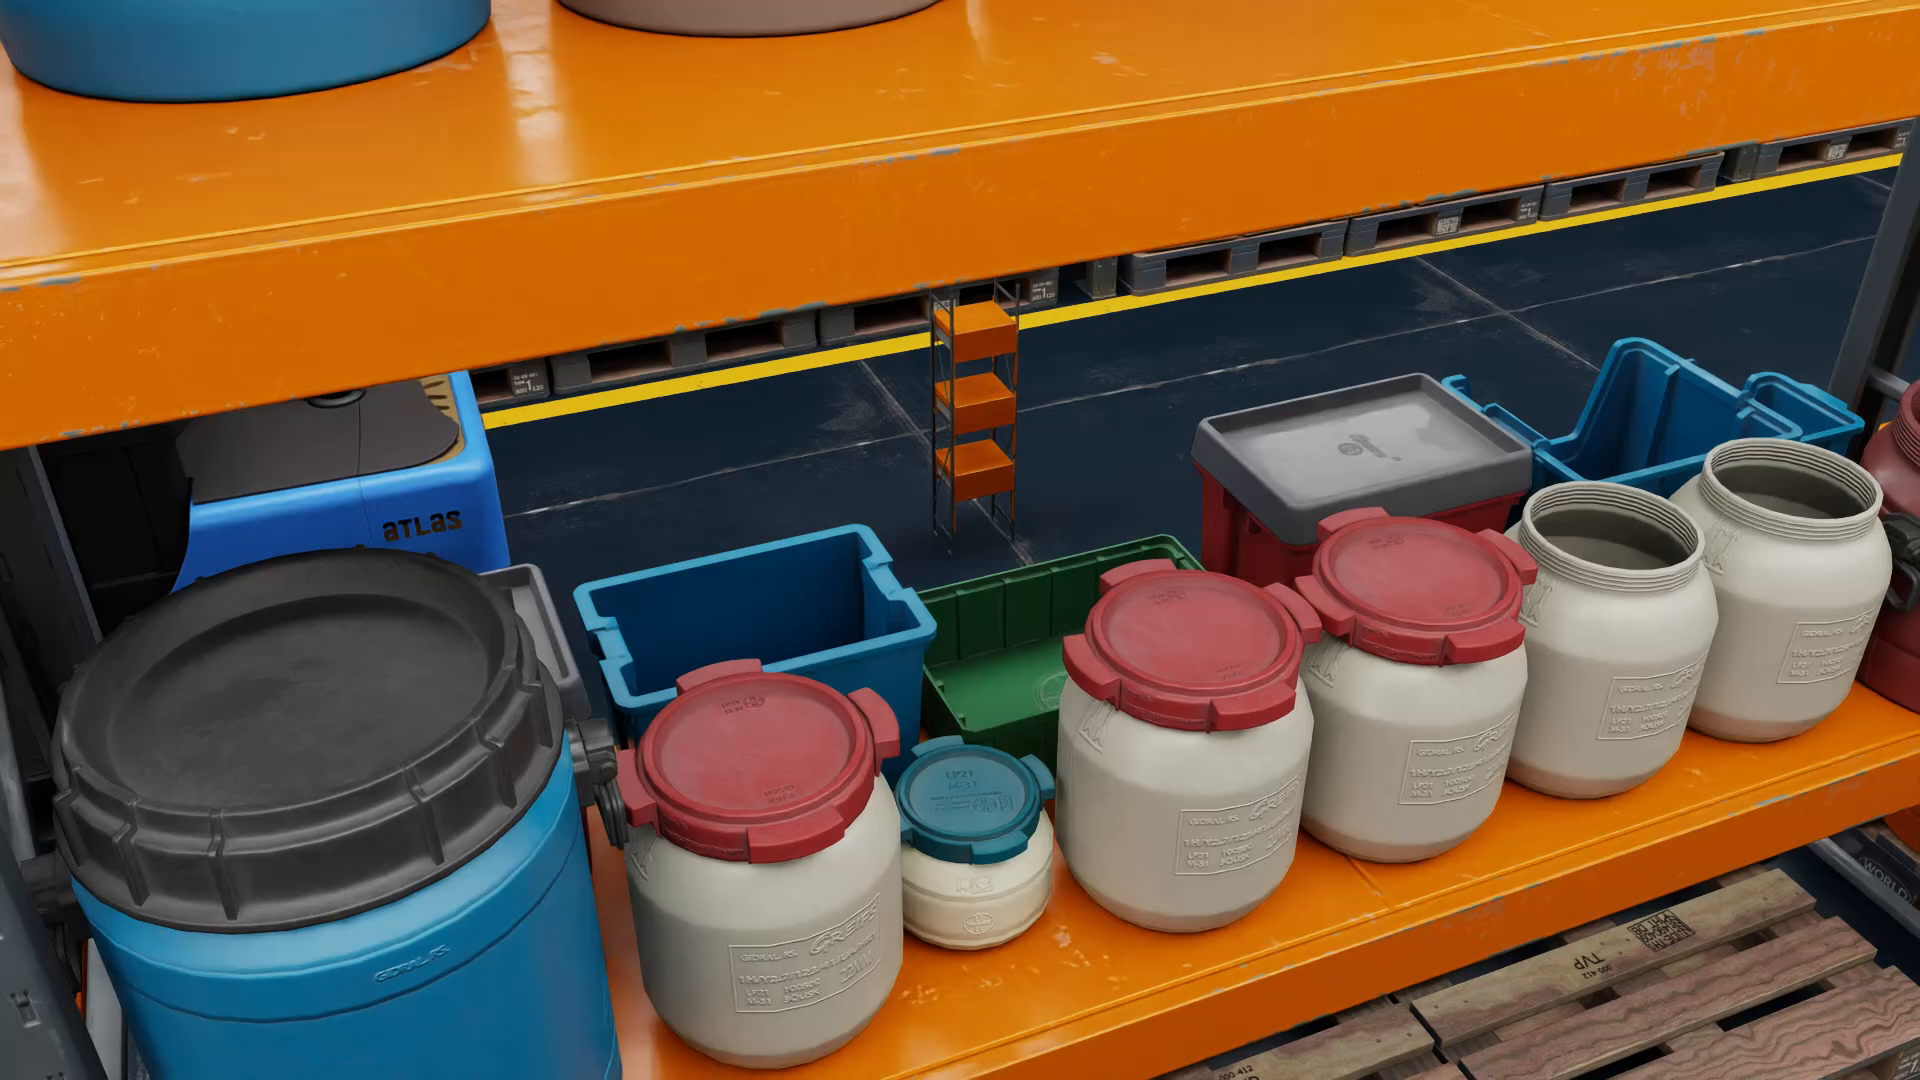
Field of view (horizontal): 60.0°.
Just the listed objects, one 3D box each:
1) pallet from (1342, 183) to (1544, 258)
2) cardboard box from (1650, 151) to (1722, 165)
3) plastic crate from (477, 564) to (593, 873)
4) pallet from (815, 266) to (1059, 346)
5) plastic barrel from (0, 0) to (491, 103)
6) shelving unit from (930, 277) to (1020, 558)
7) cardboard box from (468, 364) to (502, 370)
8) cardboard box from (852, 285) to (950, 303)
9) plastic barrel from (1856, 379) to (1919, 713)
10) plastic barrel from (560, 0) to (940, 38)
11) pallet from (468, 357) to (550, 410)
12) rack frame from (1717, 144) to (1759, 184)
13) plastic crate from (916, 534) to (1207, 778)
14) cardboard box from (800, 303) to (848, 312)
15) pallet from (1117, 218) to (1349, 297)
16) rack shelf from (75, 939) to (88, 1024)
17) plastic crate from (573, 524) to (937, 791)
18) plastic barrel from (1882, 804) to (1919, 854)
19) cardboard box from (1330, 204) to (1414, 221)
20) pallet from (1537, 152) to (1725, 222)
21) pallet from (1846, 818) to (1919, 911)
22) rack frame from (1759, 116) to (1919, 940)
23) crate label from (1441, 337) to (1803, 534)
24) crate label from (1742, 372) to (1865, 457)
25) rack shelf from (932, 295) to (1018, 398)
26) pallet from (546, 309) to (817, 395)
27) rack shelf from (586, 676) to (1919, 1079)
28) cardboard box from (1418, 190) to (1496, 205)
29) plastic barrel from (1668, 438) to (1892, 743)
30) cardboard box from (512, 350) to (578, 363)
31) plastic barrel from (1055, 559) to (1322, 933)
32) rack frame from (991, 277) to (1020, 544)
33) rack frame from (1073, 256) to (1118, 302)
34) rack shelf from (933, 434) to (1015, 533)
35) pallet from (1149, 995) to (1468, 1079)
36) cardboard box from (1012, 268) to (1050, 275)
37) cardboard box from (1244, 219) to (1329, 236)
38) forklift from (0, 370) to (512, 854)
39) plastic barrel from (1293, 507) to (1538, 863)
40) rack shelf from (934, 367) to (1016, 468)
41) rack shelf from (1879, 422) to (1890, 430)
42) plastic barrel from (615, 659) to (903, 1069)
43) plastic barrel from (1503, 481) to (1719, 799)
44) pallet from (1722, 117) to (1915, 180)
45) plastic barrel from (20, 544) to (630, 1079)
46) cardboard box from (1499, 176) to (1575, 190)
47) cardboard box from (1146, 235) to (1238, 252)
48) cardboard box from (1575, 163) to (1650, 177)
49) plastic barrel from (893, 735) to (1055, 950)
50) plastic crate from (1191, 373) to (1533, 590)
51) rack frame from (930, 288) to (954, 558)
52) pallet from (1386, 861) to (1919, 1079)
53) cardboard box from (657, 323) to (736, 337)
[{"bbox_3d":[2.332,-1.896,8.970,1.213,0.211,1.003,-13,35,-19],"label":"pallet"},{"bbox_3d":[3.850,-2.403,9.082,0.500,0.500,0.500,-13,35,-19],"label":"cardboard box"},{"bbox_3d":[-0.940,0.383,2.852,0.583,0.464,0.402,-13,35,-19],"label":"plastic crate"},{"bbox_3d":[-0.268,-1.347,8.127,1.213,0.211,1.003,-13,35,-19],"label":"pallet"},{"bbox_3d":[-0.883,-1.018,1.854,0.708,0.901,0.600,-13,35,-19],"label":"plastic barrel"},{"bbox_3d":[0.049,-0.451,5.981,0.252,1.050,0.215,-13,35,-19],"label":"shelving unit"},{"bbox_3d":[-2.242,-0.917,7.045,0.500,0.250,0.500,-12,35,-18],"label":"cardboard box"},{"bbox_3d":[-0.358,-1.349,7.710,0.500,0.250,0.500,-13,35,-19],"label":"cardboard box"},{"bbox_3d":[2.110,0.015,3.352,0.708,0.536,0.600,-13,35,-19],"label":"plastic barrel"},{"bbox_3d":[-0.280,-1.156,2.066,0.600,0.901,0.600,0,33,0],"label":"plastic barrel"},{"bbox_3d":[-2.518,-0.832,7.335,1.213,0.211,1.003,-13,35,-19],"label":"pallet"},{"bbox_3d":[4.194,-3.515,8.902,0.127,3.000,1.000,-13,35,-19],"label":"rack frame"},{"bbox_3d":[0.229,0.245,3.317,0.662,0.188,0.450,-13,35,-19],"label":"plastic crate"},{"bbox_3d":[-0.823,-1.245,7.549,0.500,0.250,0.500,-12,35,-18],"label":"cardboard box"},{"bbox_3d":[1.209,-1.640,8.577,1.213,0.211,1.003,-13,35,-19],"label":"pallet"},{"bbox_3d":[-3.112,1.390,2.024,4.000,0.370,1.077,-13,35,-19],"label":"rack shelf"},{"bbox_3d":[-0.371,0.283,3.079,0.575,0.384,0.392,-13,35,-19],"label":"plastic crate"},{"bbox_3d":[2.865,0.443,4.423,0.708,0.830,0.600,-13,35,-19],"label":"plastic barrel"},{"bbox_3d":[1.982,-1.976,8.425,0.500,0.500,0.500,-13,35,-20],"label":"cardboard box"},{"bbox_3d":[3.459,-2.155,9.369,1.213,0.211,1.003,-13,35,-19],"label":"pallet"},{"bbox_3d":[3.131,0.803,4.823,1.213,0.211,1.003,-13,35,-19],"label":"pallet"},{"bbox_3d":[2.420,-0.179,3.774,0.127,3.000,1.000,-13,35,-19],"label":"rack frame"},{"bbox_3d":[1.400,-0.120,3.651,0.616,0.435,0.502,-13,35,-19],"label":"crate label"},{"bbox_3d":[1.887,-0.208,3.973,0.416,0.233,0.303,-13,35,-19],"label":"crate label"},{"bbox_3d":[0.049,-0.680,5.832,0.240,0.259,0.215,-13,35,-19],"label":"rack shelf"},{"bbox_3d":[-1.391,-1.092,7.734,1.213,0.211,1.003,-13,35,-19],"label":"pallet"},{"bbox_3d":[0.576,0.545,3.321,4.000,0.370,1.077,-13,35,-19],"label":"rack shelf"},{"bbox_3d":[2.461,-2.089,8.599,0.500,0.500,0.500,-14,36,-21],"label":"cardboard box"},{"bbox_3d":[1.555,0.099,3.245,0.421,0.512,0.421,0,33,0],"label":"plastic barrel"},{"bbox_3d":[-1.766,-1.028,7.215,0.500,0.250,0.500,-14,36,-20],"label":"cardboard box"},{"bbox_3d":[0.376,0.362,2.818,0.433,0.535,0.433,0,33,0],"label":"plastic barrel"},{"bbox_3d":[0.162,-0.477,6.021,0.008,1.050,0.200,-13,35,-19],"label":"rack frame"},{"bbox_3d":[0.506,-2.670,7.604,0.127,3.000,1.000,-13,35,-19],"label":"rack frame"},{"bbox_3d":[0.049,-0.210,6.138,0.240,0.259,0.215,-13,35,-19],"label":"rack shelf"},{"bbox_3d":[0.568,1.390,3.921,1.213,0.211,1.003,-13,35,-19],"label":"pallet"},{"bbox_3d":[0.116,-1.460,7.880,0.500,0.250,0.500,-12,35,-18],"label":"cardboard box"},{"bbox_3d":[1.517,-1.873,8.266,0.500,0.500,0.500,-14,36,-21],"label":"cardboard box"},{"bbox_3d":[-2.876,-0.515,4.354,3.031,2.935,1.130,-12,35,-17],"label":"forklift"},{"bbox_3d":[0.775,0.271,2.959,0.433,0.535,0.433,0,33,0],"label":"plastic barrel"},{"bbox_3d":[0.049,-0.442,5.987,0.240,0.259,0.215,-13,35,-19],"label":"rack shelf"},{"bbox_3d":[4.264,-0.299,4.619,4.000,0.370,1.077,-13,35,-19],"label":"rack shelf"},{"bbox_3d":[-0.301,0.517,2.580,0.433,0.535,0.433,0,33,0],"label":"plastic barrel"},{"bbox_3d":[1.166,0.188,3.108,0.421,0.512,0.421,0,33,0],"label":"plastic barrel"},{"bbox_3d":[4.828,-2.490,9.884,1.213,0.211,1.003,-13,35,-19],"label":"pallet"},{"bbox_3d":[-0.794,0.526,2.231,0.708,0.901,0.600,-13,35,-19],"label":"plastic barrel"},{"bbox_3d":[2.929,-2.197,8.765,0.500,0.500,0.500,-12,35,-18],"label":"cardboard box"},{"bbox_3d":[1.037,-1.759,8.092,0.500,0.500,0.500,-11,35,-17],"label":"cardboard box"},{"bbox_3d":[3.391,-2.303,8.928,0.500,0.500,0.500,-13,35,-19],"label":"cardboard box"},{"bbox_3d":[0.012,0.522,2.825,0.301,0.262,0.301,0,33,0],"label":"plastic barrel"},{"bbox_3d":[0.812,-0.018,3.469,0.583,0.464,0.402,-13,35,-19],"label":"plastic crate"},{"bbox_3d":[-0.063,-0.426,5.941,0.008,1.050,0.200,-13,35,-19],"label":"rack frame"},{"bbox_3d":[1.691,1.134,4.313,1.213,0.211,1.003,-13,35,-19],"label":"pallet"},{"bbox_3d":[-1.296,-1.135,7.380,0.500,0.250,0.500,-12,35,-18],"label":"cardboard box"}]
